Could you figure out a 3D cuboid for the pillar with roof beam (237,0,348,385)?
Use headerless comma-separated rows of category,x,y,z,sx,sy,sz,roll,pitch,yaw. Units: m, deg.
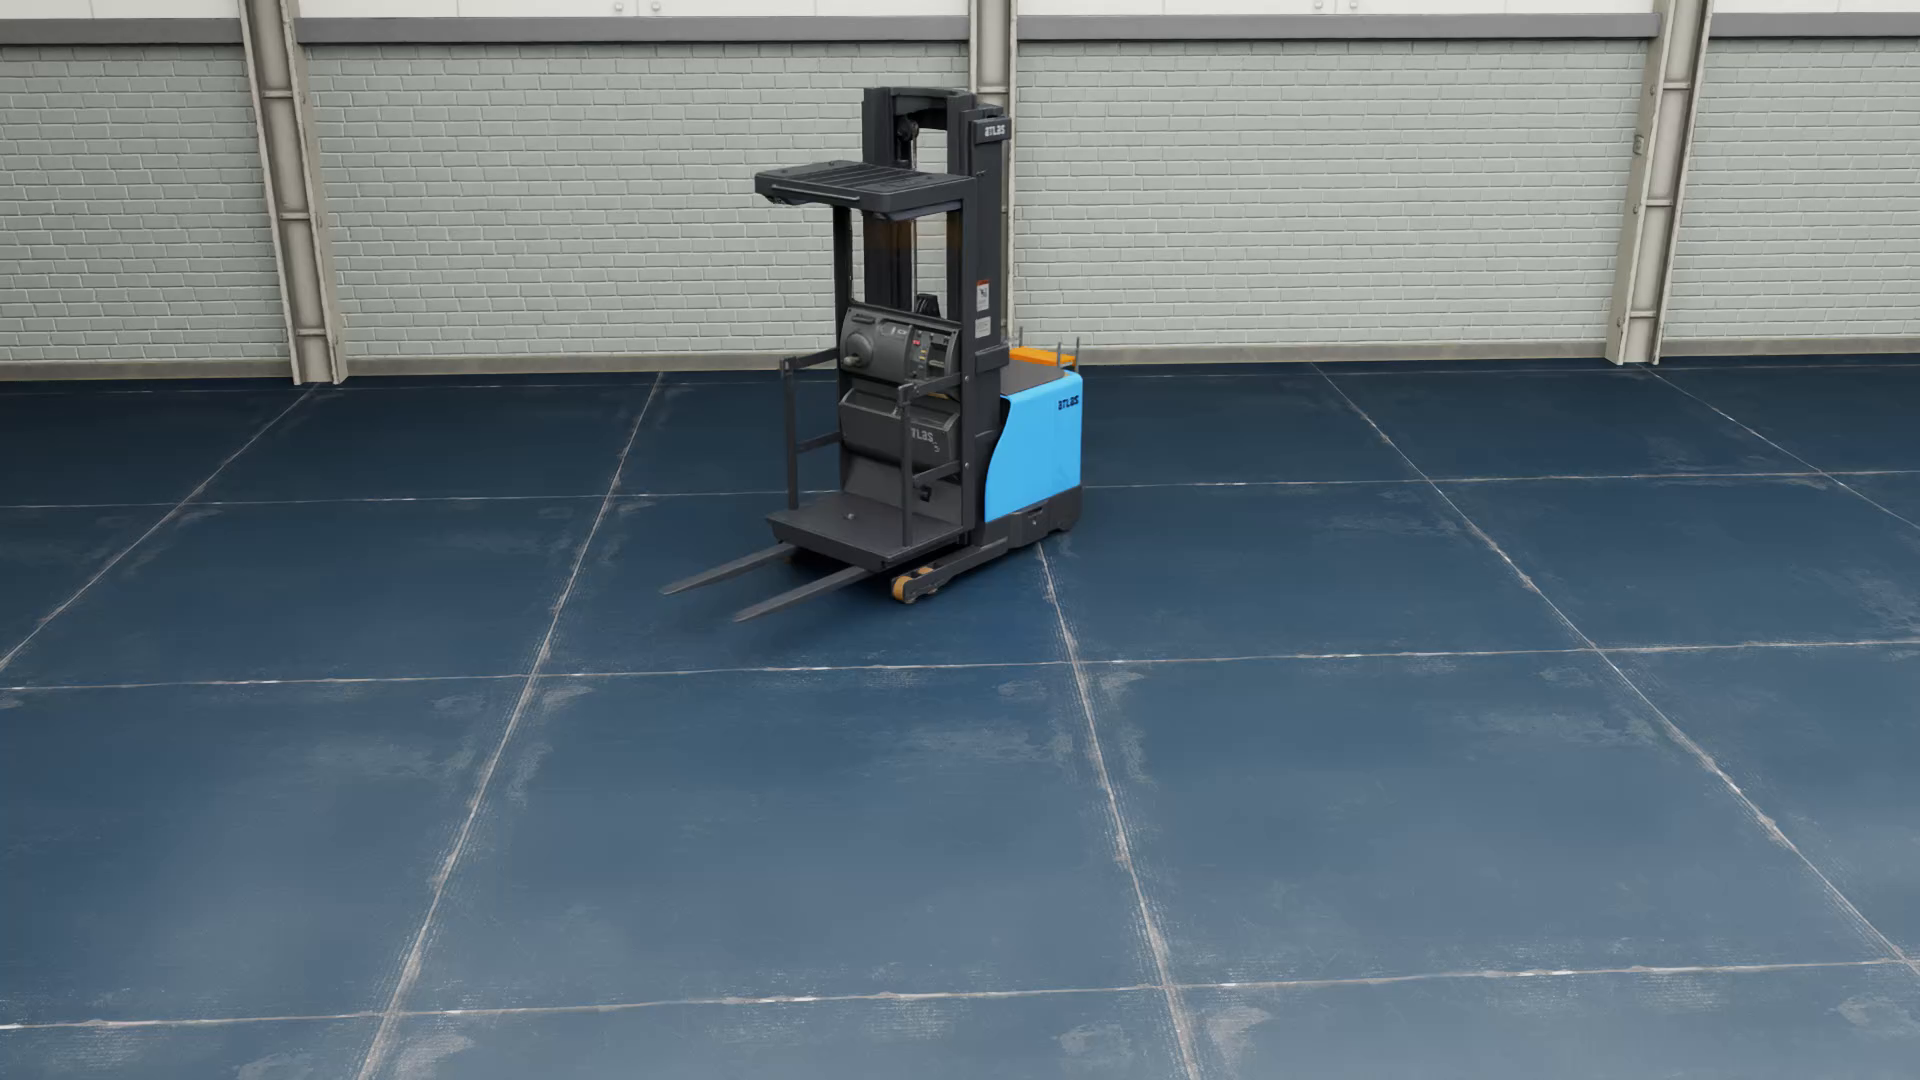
pillar with roof beam,-5.470,-4.111,9.272,0.400,9.000,9.100,-1,21,-3

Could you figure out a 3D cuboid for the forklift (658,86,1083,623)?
forklift,-0.517,-1.187,10.118,1.130,2.935,3.031,17,27,38

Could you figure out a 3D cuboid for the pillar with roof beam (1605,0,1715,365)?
pillar with roof beam,6.511,-4.355,9.912,0.400,9.000,9.100,-1,21,-3

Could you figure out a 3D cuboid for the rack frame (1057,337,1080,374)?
rack frame,0.726,-0.800,11.519,0.015,1.200,0.240,16,23,36

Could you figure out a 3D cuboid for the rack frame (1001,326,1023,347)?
rack frame,0.346,-0.909,11.806,0.015,1.200,0.240,16,23,36

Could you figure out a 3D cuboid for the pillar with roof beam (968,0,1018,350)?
pillar with roof beam,0.520,-4.233,9.592,0.400,9.000,9.100,-1,21,-3

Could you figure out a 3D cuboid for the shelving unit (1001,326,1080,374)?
shelving unit,0.536,-0.855,11.662,0.503,1.200,0.258,16,23,36

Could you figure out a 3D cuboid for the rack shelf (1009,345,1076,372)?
rack shelf,0.547,-1.226,11.536,0.480,0.148,0.258,16,23,36
